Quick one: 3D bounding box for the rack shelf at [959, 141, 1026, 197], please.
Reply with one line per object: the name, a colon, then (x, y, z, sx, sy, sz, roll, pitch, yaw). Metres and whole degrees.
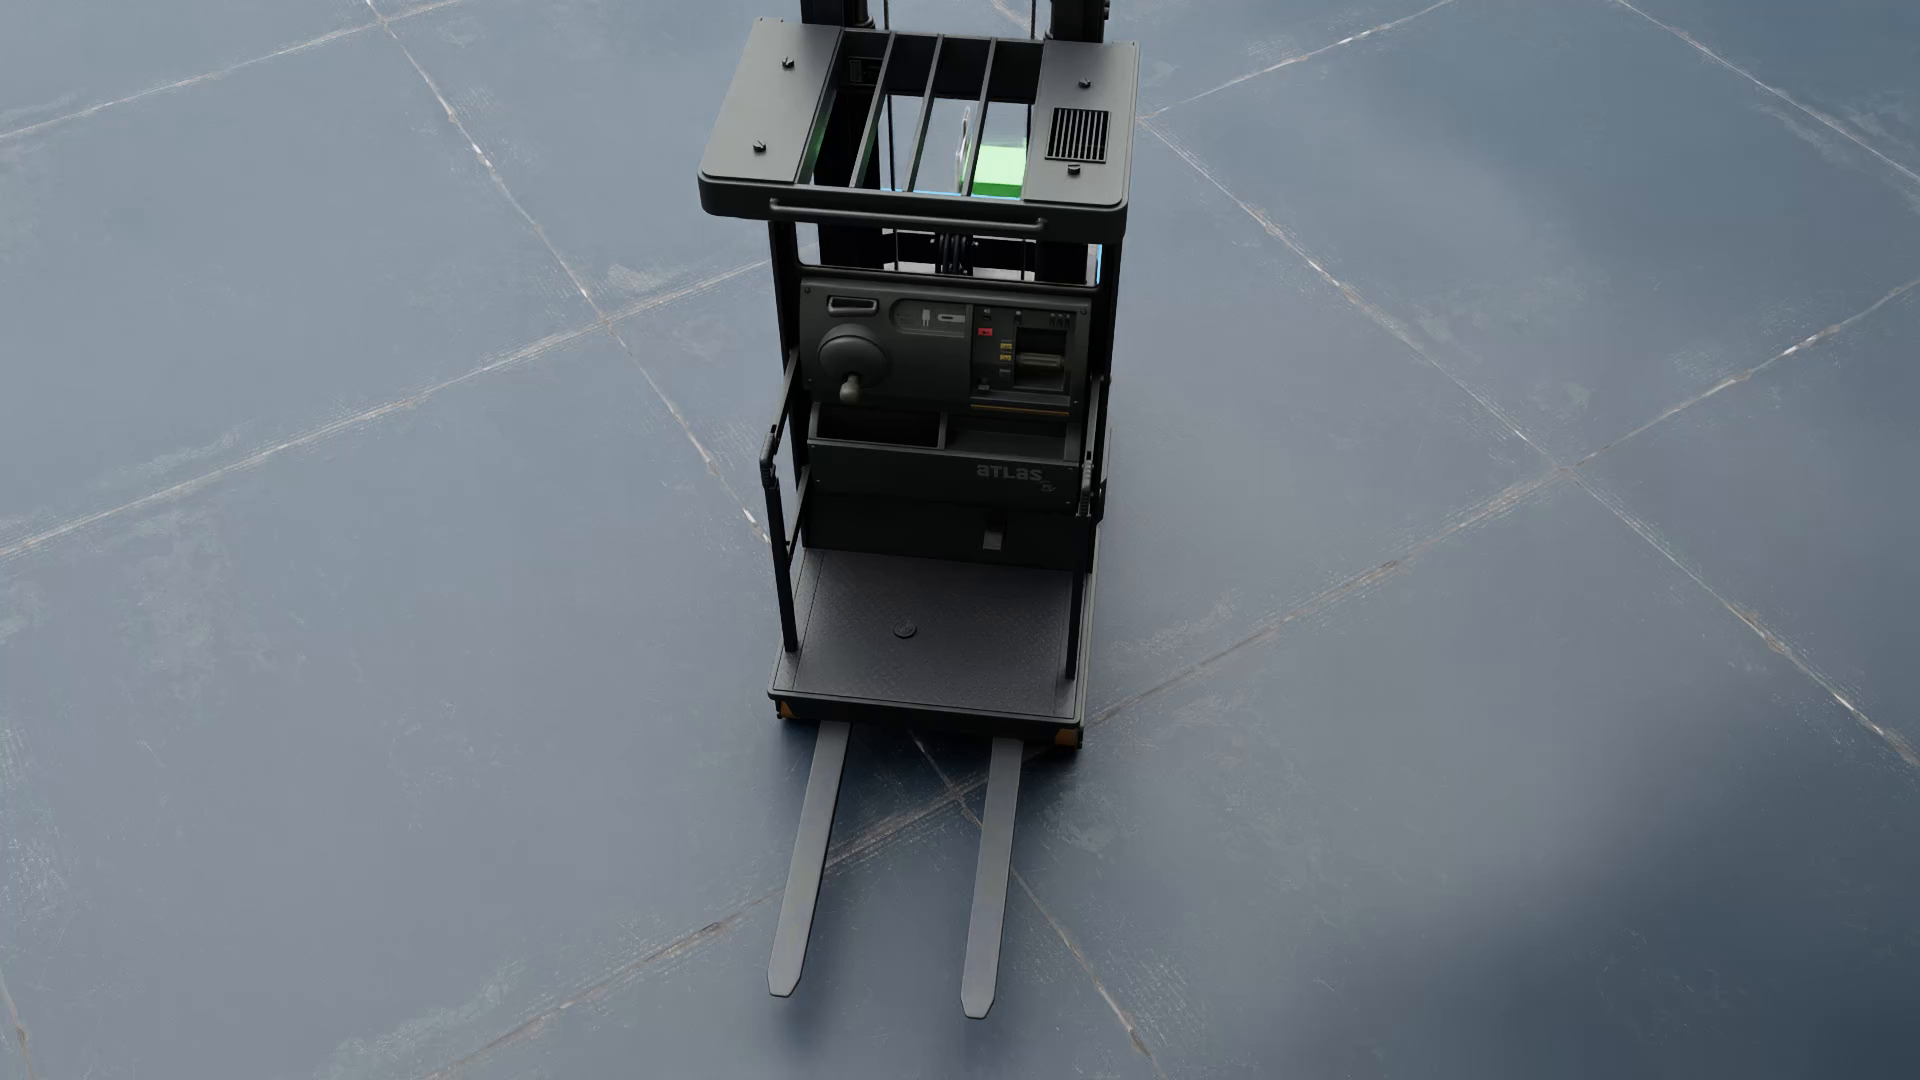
rack shelf: (0.249, -1.434, 6.612, 0.480, 0.148, 0.258, 5, 49, 5)

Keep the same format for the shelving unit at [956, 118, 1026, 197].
shelving unit: (0.249, -1.157, 6.923, 0.503, 1.200, 0.258, 5, 49, 5)

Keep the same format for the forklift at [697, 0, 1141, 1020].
forklift: (-0.075, -0.512, 5.188, 1.130, 2.935, 3.031, 5, 49, 5)

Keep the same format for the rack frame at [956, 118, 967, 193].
rack frame: (0.007, -1.179, 6.942, 0.015, 1.200, 0.240, 5, 49, 5)
